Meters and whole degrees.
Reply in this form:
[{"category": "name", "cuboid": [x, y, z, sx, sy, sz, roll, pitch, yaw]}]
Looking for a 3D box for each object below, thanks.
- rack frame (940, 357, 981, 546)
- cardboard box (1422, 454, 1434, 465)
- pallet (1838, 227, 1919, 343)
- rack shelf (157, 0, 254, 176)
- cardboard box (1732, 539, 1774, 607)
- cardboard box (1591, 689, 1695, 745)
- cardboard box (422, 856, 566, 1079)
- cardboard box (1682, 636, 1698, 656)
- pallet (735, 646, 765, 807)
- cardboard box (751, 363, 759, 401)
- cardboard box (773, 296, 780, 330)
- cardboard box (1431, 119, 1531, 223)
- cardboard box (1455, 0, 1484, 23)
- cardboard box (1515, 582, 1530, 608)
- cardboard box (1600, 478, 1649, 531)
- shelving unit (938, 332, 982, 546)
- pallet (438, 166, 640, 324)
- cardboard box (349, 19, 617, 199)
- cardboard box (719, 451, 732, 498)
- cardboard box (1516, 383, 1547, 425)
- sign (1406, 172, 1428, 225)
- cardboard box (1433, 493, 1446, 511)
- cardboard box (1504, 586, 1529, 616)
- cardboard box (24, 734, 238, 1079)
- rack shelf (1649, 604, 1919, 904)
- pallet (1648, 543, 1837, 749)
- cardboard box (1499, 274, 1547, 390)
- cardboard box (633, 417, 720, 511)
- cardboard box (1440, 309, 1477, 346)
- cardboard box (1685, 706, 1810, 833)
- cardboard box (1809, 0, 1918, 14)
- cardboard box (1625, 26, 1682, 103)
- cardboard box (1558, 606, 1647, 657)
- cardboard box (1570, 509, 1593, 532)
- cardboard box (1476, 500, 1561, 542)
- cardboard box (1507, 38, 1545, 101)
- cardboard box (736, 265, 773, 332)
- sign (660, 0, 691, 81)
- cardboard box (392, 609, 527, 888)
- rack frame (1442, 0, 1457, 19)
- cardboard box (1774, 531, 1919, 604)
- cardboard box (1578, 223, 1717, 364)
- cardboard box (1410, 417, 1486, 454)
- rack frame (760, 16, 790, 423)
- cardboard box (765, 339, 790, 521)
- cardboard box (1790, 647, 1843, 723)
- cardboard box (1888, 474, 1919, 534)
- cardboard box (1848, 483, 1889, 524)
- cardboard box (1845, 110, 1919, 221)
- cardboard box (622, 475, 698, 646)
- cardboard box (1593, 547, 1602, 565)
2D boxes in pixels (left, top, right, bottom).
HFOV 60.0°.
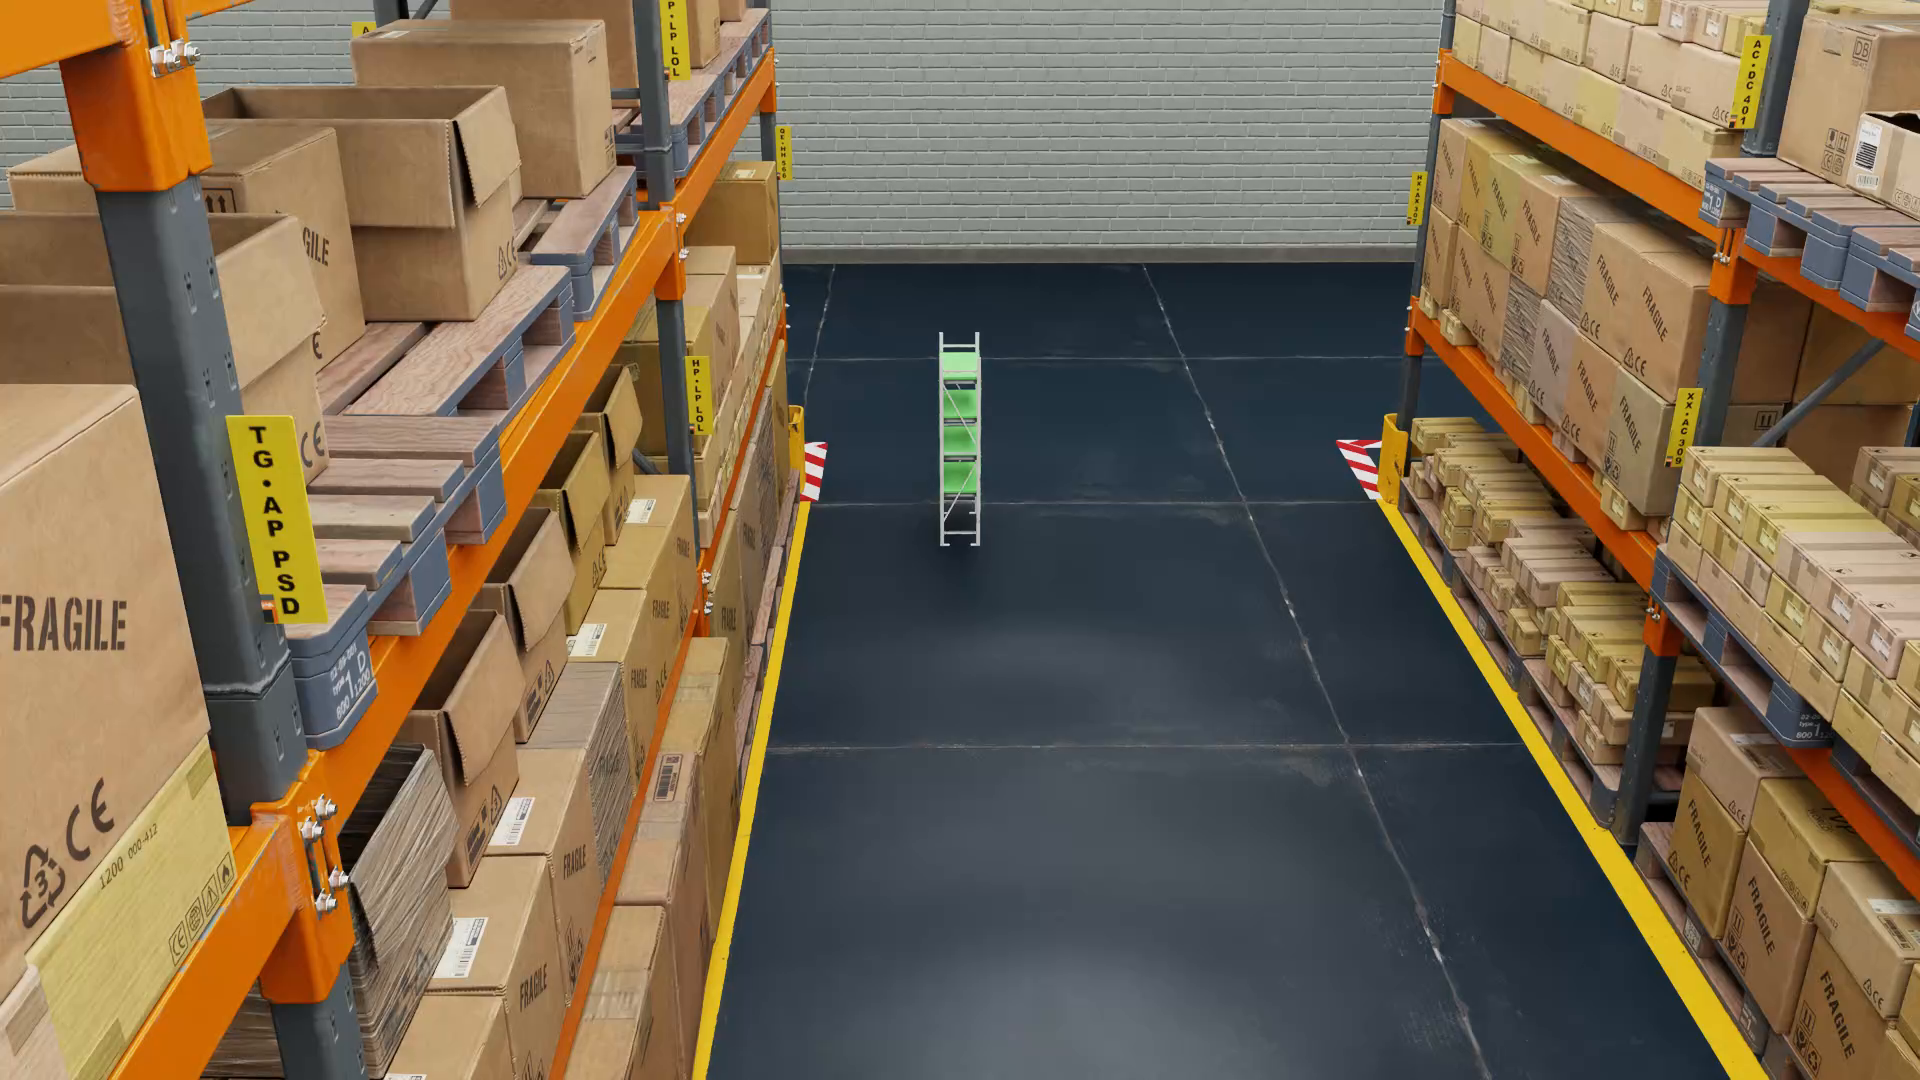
[{"category": "rack frame", "cuboid": [0.001, -0.514, 9.931, 0.240, 1.200, 0.015, 0, 24, -1]}, {"category": "cardboard box", "cuboid": [3.093, -0.510, 10.326, 0.380, 0.149, 0.250, 1, 24, 2]}, {"category": "pallet", "cuboid": [3.302, -0.650, 4.634, 1.213, 0.211, 1.003, 0, 24, -1]}, {"category": "rack shelf", "cuboid": [-1.551, -1.469, 3.937, 1.077, 0.370, 4.000, 0, 24, -1]}, {"category": "cardboard box", "cuboid": [2.940, 0.114, 5.791, 0.380, 0.149, 0.250, 0, 24, 1]}, {"category": "cardboard box", "cuboid": [3.067, 0.793, 7.445, 0.380, 0.149, 0.250, 0, 24, 0]}, {"category": "cardboard box", "cuboid": [-1.270, 1.119, 4.015, 0.500, 0.500, 0.500, -1, 24, -2]}, {"category": "cardboard box", "cuboid": [3.595, 0.425, 7.898, 0.380, 0.149, 0.250, -1, 24, -1]}, {"category": "pallet", "cuboid": [-1.503, 0.887, 8.033, 1.003, 0.211, 1.213, 0, 24, -1]}, {"category": "cardboard box", "cuboid": [-1.267, -0.829, 8.747, 0.380, 0.149, 0.250, 0, 24, 0]}, {"category": "cardboard box", "cuboid": [-1.279, -1.351, 9.903, 0.380, 0.149, 0.250, 0, 24, 0]}, {"category": "cardboard box", "cuboid": [3.084, -2.149, 9.667, 0.500, 0.500, 0.500, 0, 24, -1]}, {"category": "cardboard box", "cuboid": [3.089, -3.039, 9.264, 0.500, 0.250, 0.500, 0, 24, 0]}, {"category": "cardboard box", "cuboid": [3.121, 0.252, 8.642, 0.380, 0.149, 0.250, -1, 24, -3]}, {"category": "cardboard box", "cuboid": [3.039, -0.158, 7.265, 0.380, 0.149, 0.250, -1, 24, -2]}, {"category": "shelving unit", "cuboid": [-0.002, -0.615, 10.154, 0.258, 1.200, 0.503, 0, 24, -1]}, {"category": "pallet", "cuboid": [-1.514, -0.972, 5.351, 0.805, 0.209, 1.217, -1, 24, -3]}, {"category": "cardboard box", "cuboid": [-1.557, -1.435, 5.511, 0.700, 0.500, 0.500, 0, 24, 1]}, {"category": "cardboard box", "cuboid": [-1.250, -0.296, 7.569, 0.380, 0.149, 0.250, 1, 24, 1]}, {"category": "cardboard box", "cuboid": [3.062, -0.697, 8.455, 0.380, 0.149, 0.250, 0, 24, 0]}, {"category": "sign", "cuboid": [2.802, -2.091, 10.182, 0.100, 0.325, 0.005, 0, 24, -1]}, {"category": "cardboard box", "cuboid": [3.115, -0.266, 10.149, 0.380, 0.149, 0.250, 0, 24, -1]}, {"category": "cardboard box", "cuboid": [3.096, 0.363, 8.758, 0.380, 0.149, 0.250, 0, 24, 0]}, {"category": "cardboard box", "cuboid": [-1.279, 0.475, 2.102, 0.500, 0.250, 0.500, 0, 24, 0]}, {"category": "rack shelf", "cuboid": [3.410, 1.101, 5.048, 1.077, 0.370, 4.000, 0, 24, -1]}, {"category": "pallet", "cuboid": [3.251, 0.352, 6.064, 1.003, 0.211, 1.213, 0, 24, -1]}, {"category": "cardboard box", "cuboid": [3.109, -1.061, 8.474, 0.500, 0.500, 0.500, -1, 24, -2]}, {"category": "cardboard box", "cuboid": [-1.316, -0.332, 7.165, 0.500, 0.250, 0.500, -1, 24, -2]}, {"category": "cardboard box", "cuboid": [3.014, -1.234, 9.643, 0.380, 0.149, 0.250, -1, 24, -2]}, {"category": "cardboard box", "cuboid": [3.132, 0.861, 6.320, 0.500, 0.250, 0.500, -1, 24, -3]}, {"category": "cardboard box", "cuboid": [3.598, -2.095, 6.693, 0.380, 0.149, 0.250, -1, 24, -1]}, {"category": "cardboard box", "cuboid": [3.134, -1.980, 6.924, 0.500, 0.250, 0.500, -1, 24, -3]}, {"category": "cardboard box", "cuboid": [3.071, 0.433, 7.881, 0.380, 0.149, 0.250, 0, 24, -1]}, {"category": "cardboard box", "cuboid": [3.569, -0.109, 9.079, 0.380, 0.149, 0.250, -1, 24, -2]}, {"category": "cardboard box", "cuboid": [3.044, -0.103, 9.065, 0.380, 0.149, 0.250, 0, 24, 0]}, {"category": "cardboard box", "cuboid": [3.113, -2.382, 8.418, 0.500, 0.250, 0.500, -1, 24, -2]}, {"category": "cardboard box", "cuboid": [-1.341, -1.378, 9.478, 0.500, 0.250, 0.500, -1, 24, -1]}, {"category": "sign", "cuboid": [-1.030, -1.822, 5.989, 0.100, 0.325, 0.005, 0, 24, -1]}, {"category": "cardboard box", "cuboid": [-1.525, 0.506, 4.153, 0.797, 0.503, 0.637, 0, 24, 1]}, {"category": "rack frame", "cuboid": [3.344, -4.432, 9.130, 1.000, 3.000, 0.127, 0, 24, -1]}, {"category": "cardboard box", "cuboid": [2.942, 0.089, 5.486, 0.380, 0.149, 0.250, -1, 24, -1]}, {"category": "cardboard box", "cuboid": [3.101, -1.093, 7.331, 0.500, 0.500, 0.500, -1, 24, -2]}, {"category": "cardboard box", "cuboid": [3.010, -0.645, 10.264, 0.380, 0.149, 0.250, -1, 24, -3]}, {"category": "rack frame", "cuboid": [-1.617, -1.718, 10.409, 1.000, 3.000, 0.127, 0, 24, -1]}, {"category": "cardboard box", "cuboid": [-1.530, -0.678, 10.178, 0.875, 0.875, 0.875, 0, 24, -1]}, {"category": "cardboard box", "cuboid": [2.945, 0.462, 5.383, 0.380, 0.149, 0.250, -1, 24, -3]}, {"category": "cardboard box", "cuboid": [3.591, -0.123, 5.956, 0.380, 0.149, 0.250, -1, 24, -2]}, {"category": "cardboard box", "cuboid": [3.590, -0.100, 6.265, 0.380, 0.149, 0.250, 0, 24, 1]}, {"category": "cardboard box", "cuboid": [3.187, -1.204, 5.232, 0.500, 0.311, 0.500, -1, 24, -1]}, {"category": "cardboard box", "cuboid": [-1.295, 0.076, 6.321, 0.500, 0.500, 0.500, 0, 24, 0]}, {"category": "cardboard box", "cuboid": [3.646, 0.023, 9.149, 0.380, 0.149, 0.250, 1, 24, 2]}]
